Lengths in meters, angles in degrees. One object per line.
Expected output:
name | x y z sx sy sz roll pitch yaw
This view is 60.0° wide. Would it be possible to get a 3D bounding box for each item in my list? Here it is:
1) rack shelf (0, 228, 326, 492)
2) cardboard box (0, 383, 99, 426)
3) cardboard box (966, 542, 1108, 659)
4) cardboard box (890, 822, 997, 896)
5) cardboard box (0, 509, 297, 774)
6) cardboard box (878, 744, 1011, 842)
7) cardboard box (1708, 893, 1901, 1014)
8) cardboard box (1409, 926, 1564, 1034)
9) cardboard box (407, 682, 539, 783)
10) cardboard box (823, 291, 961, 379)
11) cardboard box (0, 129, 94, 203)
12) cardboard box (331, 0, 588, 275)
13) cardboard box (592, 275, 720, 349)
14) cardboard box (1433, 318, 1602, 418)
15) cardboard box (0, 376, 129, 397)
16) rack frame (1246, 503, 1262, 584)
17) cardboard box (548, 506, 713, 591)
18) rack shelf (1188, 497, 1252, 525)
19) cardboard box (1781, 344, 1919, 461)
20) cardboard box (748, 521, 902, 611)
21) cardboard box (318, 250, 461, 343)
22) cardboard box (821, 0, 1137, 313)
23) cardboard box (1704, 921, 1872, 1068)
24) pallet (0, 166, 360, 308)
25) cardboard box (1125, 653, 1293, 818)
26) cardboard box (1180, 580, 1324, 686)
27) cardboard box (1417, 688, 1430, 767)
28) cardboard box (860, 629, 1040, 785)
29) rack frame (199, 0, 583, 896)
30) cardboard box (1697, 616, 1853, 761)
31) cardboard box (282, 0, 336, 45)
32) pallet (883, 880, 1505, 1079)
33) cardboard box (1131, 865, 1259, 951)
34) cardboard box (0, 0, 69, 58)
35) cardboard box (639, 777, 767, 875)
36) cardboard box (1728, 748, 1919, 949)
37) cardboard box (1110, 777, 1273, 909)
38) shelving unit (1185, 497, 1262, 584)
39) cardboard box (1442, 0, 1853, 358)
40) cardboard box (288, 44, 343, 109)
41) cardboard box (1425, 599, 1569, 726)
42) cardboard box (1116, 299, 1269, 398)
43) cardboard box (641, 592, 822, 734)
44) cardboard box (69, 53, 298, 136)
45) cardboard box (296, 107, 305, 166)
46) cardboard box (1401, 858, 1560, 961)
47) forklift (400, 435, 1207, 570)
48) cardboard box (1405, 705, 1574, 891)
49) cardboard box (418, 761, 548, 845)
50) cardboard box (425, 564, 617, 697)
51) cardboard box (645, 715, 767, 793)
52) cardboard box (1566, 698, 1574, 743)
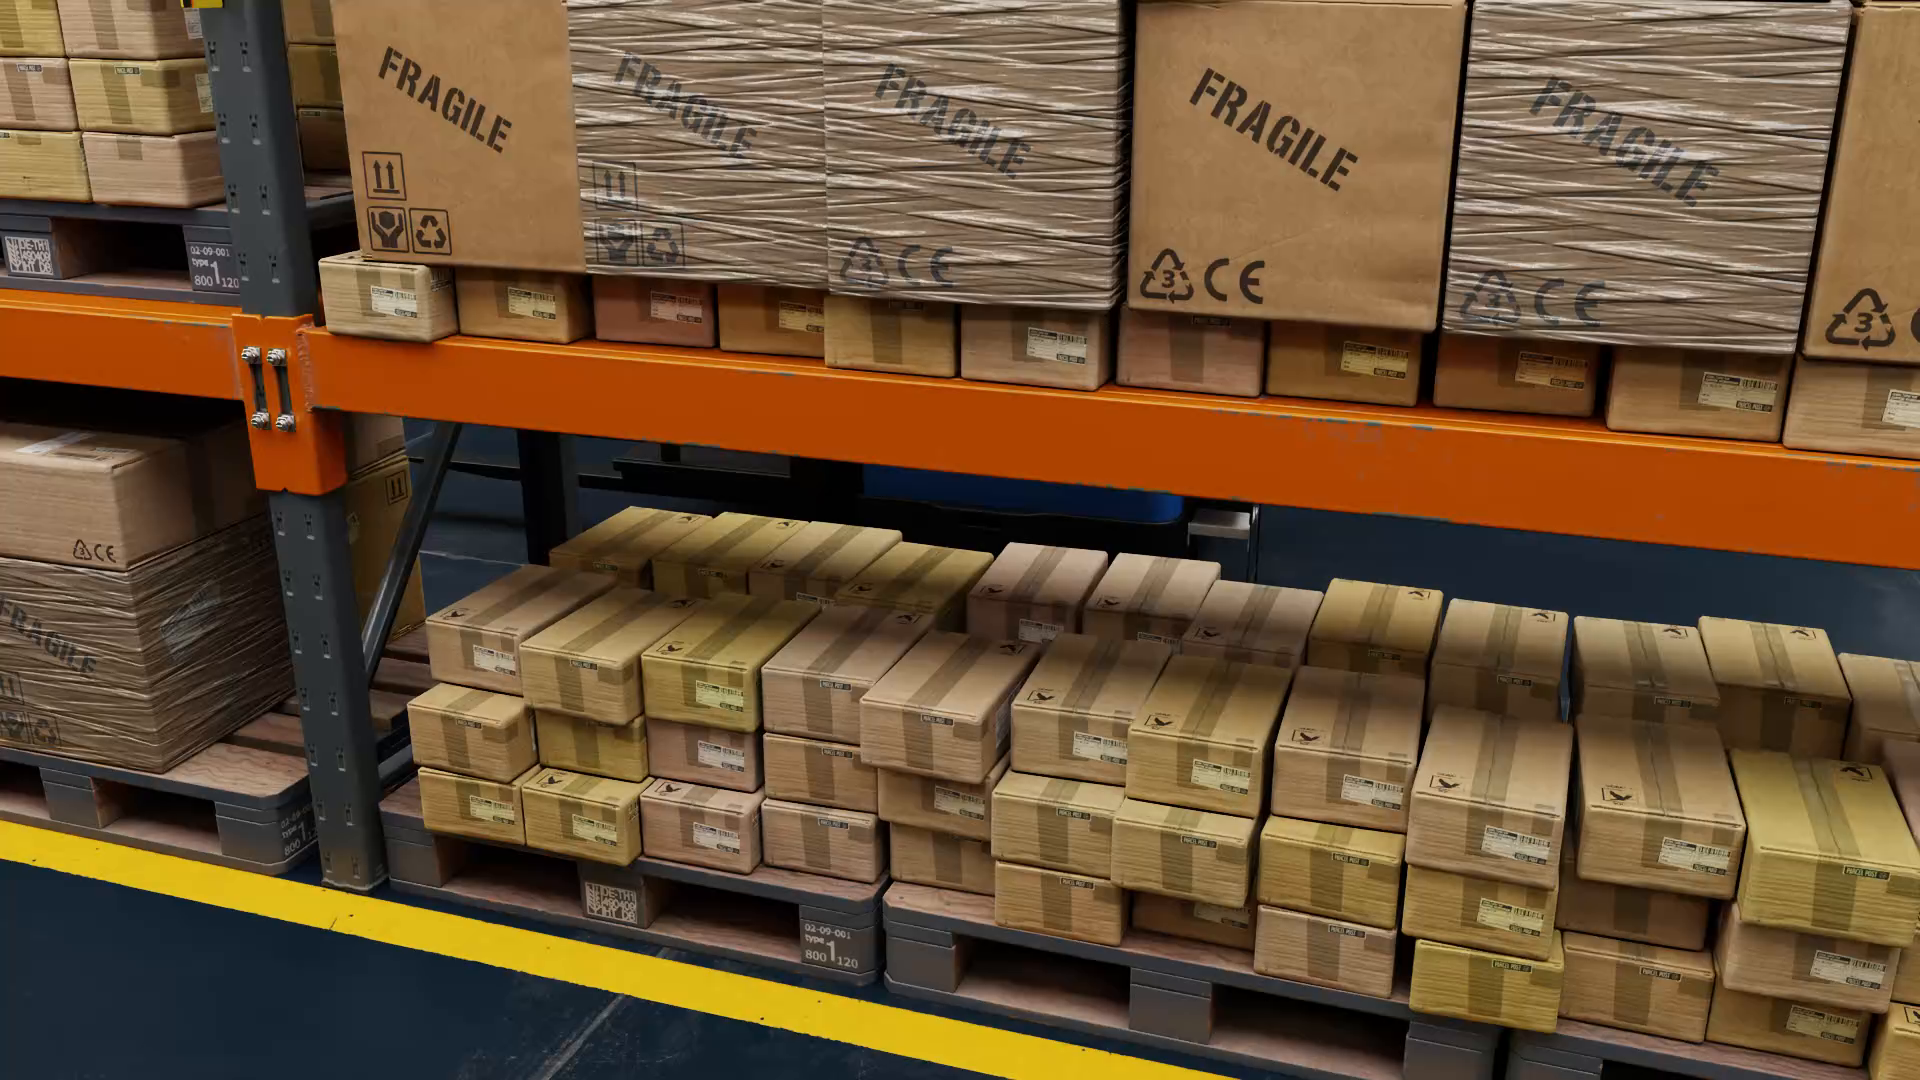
rack shelf | -3.123 -0.649 4.474 4.000 0.370 1.077 7 20 18
cardboard box | -2.502 -0.206 4.131 0.500 0.250 0.500 8 21 21
cardboard box | 0.185 0.145 3.893 0.250 0.149 0.380 6 20 15
cardboard box | 0.029 0.584 3.537 0.250 0.149 0.380 6 20 16
cardboard box | -2.016 0.208 4.082 0.500 0.500 0.500 6 20 17
cardboard box | 0.020 0.455 3.455 0.250 0.149 0.380 8 21 21
cardboard box | 1.461 0.643 2.915 0.250 0.149 0.380 6 20 16
cardboard box | 0.982 0.733 3.109 0.250 0.149 0.380 6 20 16
cardboard box | -0.997 0.374 3.689 0.250 0.149 0.380 8 21 21
cardboard box | -0.065 -0.426 3.122 0.250 0.149 0.380 7 20 19
cardboard box | -1.920 -0.861 3.734 0.250 0.149 0.380 7 20 18
cardboard box | -0.849 -0.828 3.292 0.500 0.500 0.500 6 20 17
cardboard box | -0.537 -0.504 3.347 0.250 0.149 0.380 6 20 16
cardboard box | 0.956 -0.336 2.864 0.250 0.149 0.380 6 20 16
cardboard box | -2.349 -0.363 4.582 0.500 0.250 0.500 7 20 20
rack frame | 0.970 -0.239 5.395 0.006 0.900 0.240 6 20 17
cardboard box | -0.813 0.052 4.160 0.250 0.149 0.380 7 20 20
rack shelf | 0.873 -0.133 5.465 0.200 0.077 0.258 6 20 17
cardboard box | 1.430 -0.250 2.619 0.250 0.149 0.380 7 20 20
cardboard box | -0.321 0.092 4.045 0.250 0.149 0.380 6 20 18
cardboard box | -1.074 -0.522 3.397 0.250 0.149 0.380 7 21 20
cardboard box | 0.085 -0.712 2.957 0.500 0.500 0.500 6 20 17
cardboard box | 1.481 0.764 3.021 0.250 0.149 0.380 6 20 18
pallet | -1.908 -0.810 4.134 1.213 0.211 1.003 7 20 18
cardboard box | 0.491 0.373 3.239 0.250 0.149 0.380 7 20 18
cardboard box | 0.642 0.231 3.646 0.250 0.149 0.380 7 20 18
cardboard box | 0.875 0.407 3.591 0.250 0.149 0.380 8 21 21
cardboard box | -0.014 0.330 3.361 0.250 0.149 0.380 7 20 19
rack frame | -1.234 -0.773 3.735 0.127 3.000 1.000 7 20 18
cardboard box | 1.665 0.305 3.434 0.250 0.149 0.380 6 20 18
cardboard box | -1.455 -1.319 4.142 0.250 0.149 0.380 8 21 21
pallet | 0.568 0.737 3.641 1.213 0.211 1.003 7 20 18
cardboard box | 0.516 0.647 3.357 0.250 0.149 0.380 7 20 20
cardboard box | -1.932 -1.145 3.643 0.250 0.149 0.380 6 20 16
cardboard box | -0.492 0.554 3.623 0.250 0.149 0.380 6 20 18
cardboard box | 1.456 0.515 2.832 0.250 0.149 0.380 6 20 17
cardboard box | 0.462 0.537 3.221 0.250 0.149 0.380 7 20 19
shelving unit | 0.873 -0.249 5.424 0.210 0.900 0.258 6 20 17
cardboard box | 1.068 -0.606 2.653 0.500 0.500 0.500 7 20 18
cardboard box | -1.455 -1.178 4.191 0.250 0.149 0.380 7 20 19
cardboard box | 1.145 0.271 3.531 0.250 0.149 0.380 7 21 20
cardboard box | 0.454 -0.380 2.991 0.250 0.149 0.380 7 21 20
cardboard box | -0.481 0.256 3.573 0.250 0.149 0.380 6 20 17
cardboard box | -1.675 -0.974 3.606 0.250 0.149 0.380 7 20 20
cardboard box | -1.719 -1.066 4.321 0.250 0.149 0.380 7 20 19
cardboard box | 0.967 0.591 3.064 0.250 0.149 0.380 7 20 19
forklift | -0.601 -1.447 5.773 3.031 2.935 1.130 6 20 17
cardboard box | 0.960 0.455 3.002 0.250 0.149 0.380 7 21 20
cardboard box | -0.996 0.515 3.736 0.250 0.149 0.380 6 20 16
cardboard box | -0.977 0.196 3.746 0.250 0.149 0.380 7 21 20
cardboard box | -0.486 0.388 3.647 0.250 0.149 0.380 6 20 18
cardboard box | 1.426 0.423 3.547 0.250 0.149 0.380 7 20 20
